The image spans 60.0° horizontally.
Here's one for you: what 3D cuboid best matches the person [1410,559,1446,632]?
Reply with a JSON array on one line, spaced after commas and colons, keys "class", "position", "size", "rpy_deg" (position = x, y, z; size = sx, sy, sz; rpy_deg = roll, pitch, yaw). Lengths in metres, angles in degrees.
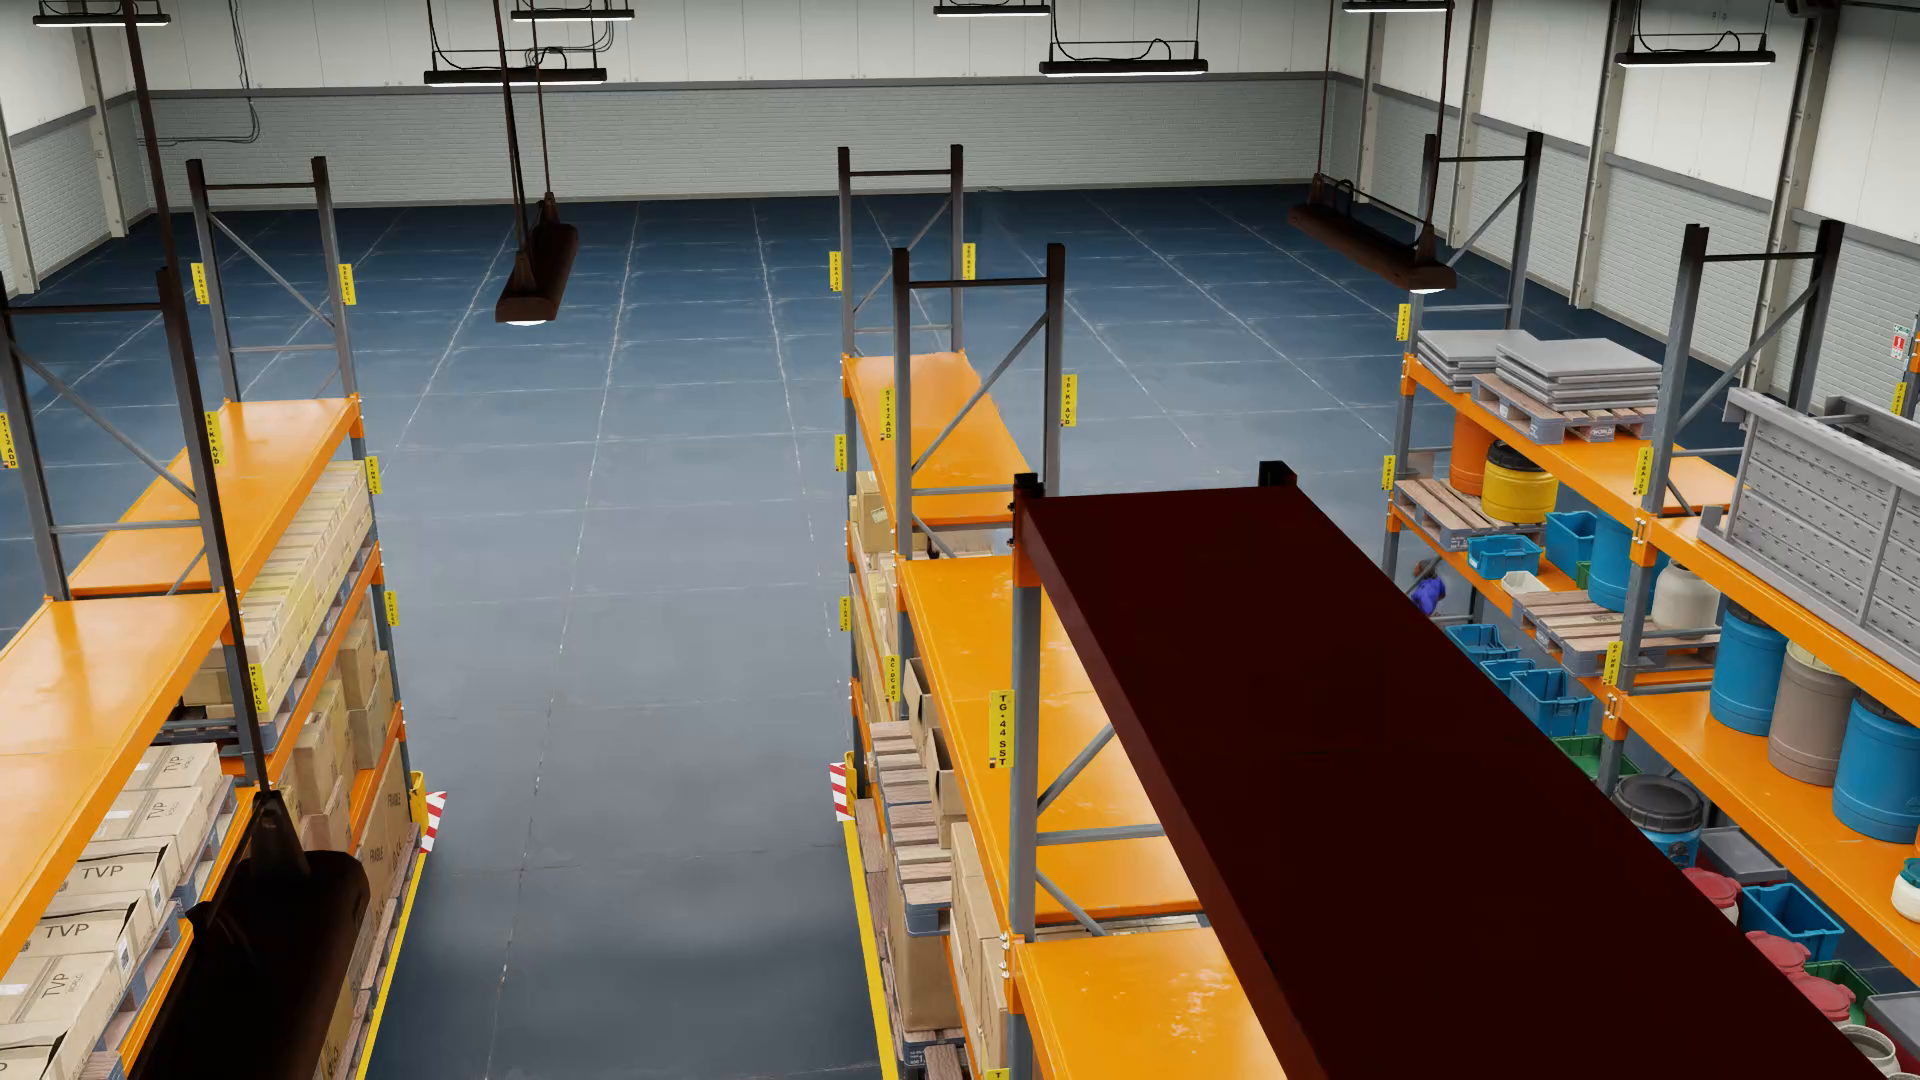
[{"class": "person", "position": [4.868, 0.932, 17.165], "size": [0.790, 1.594, 0.633], "rpy_deg": [18, 28, 38]}]
